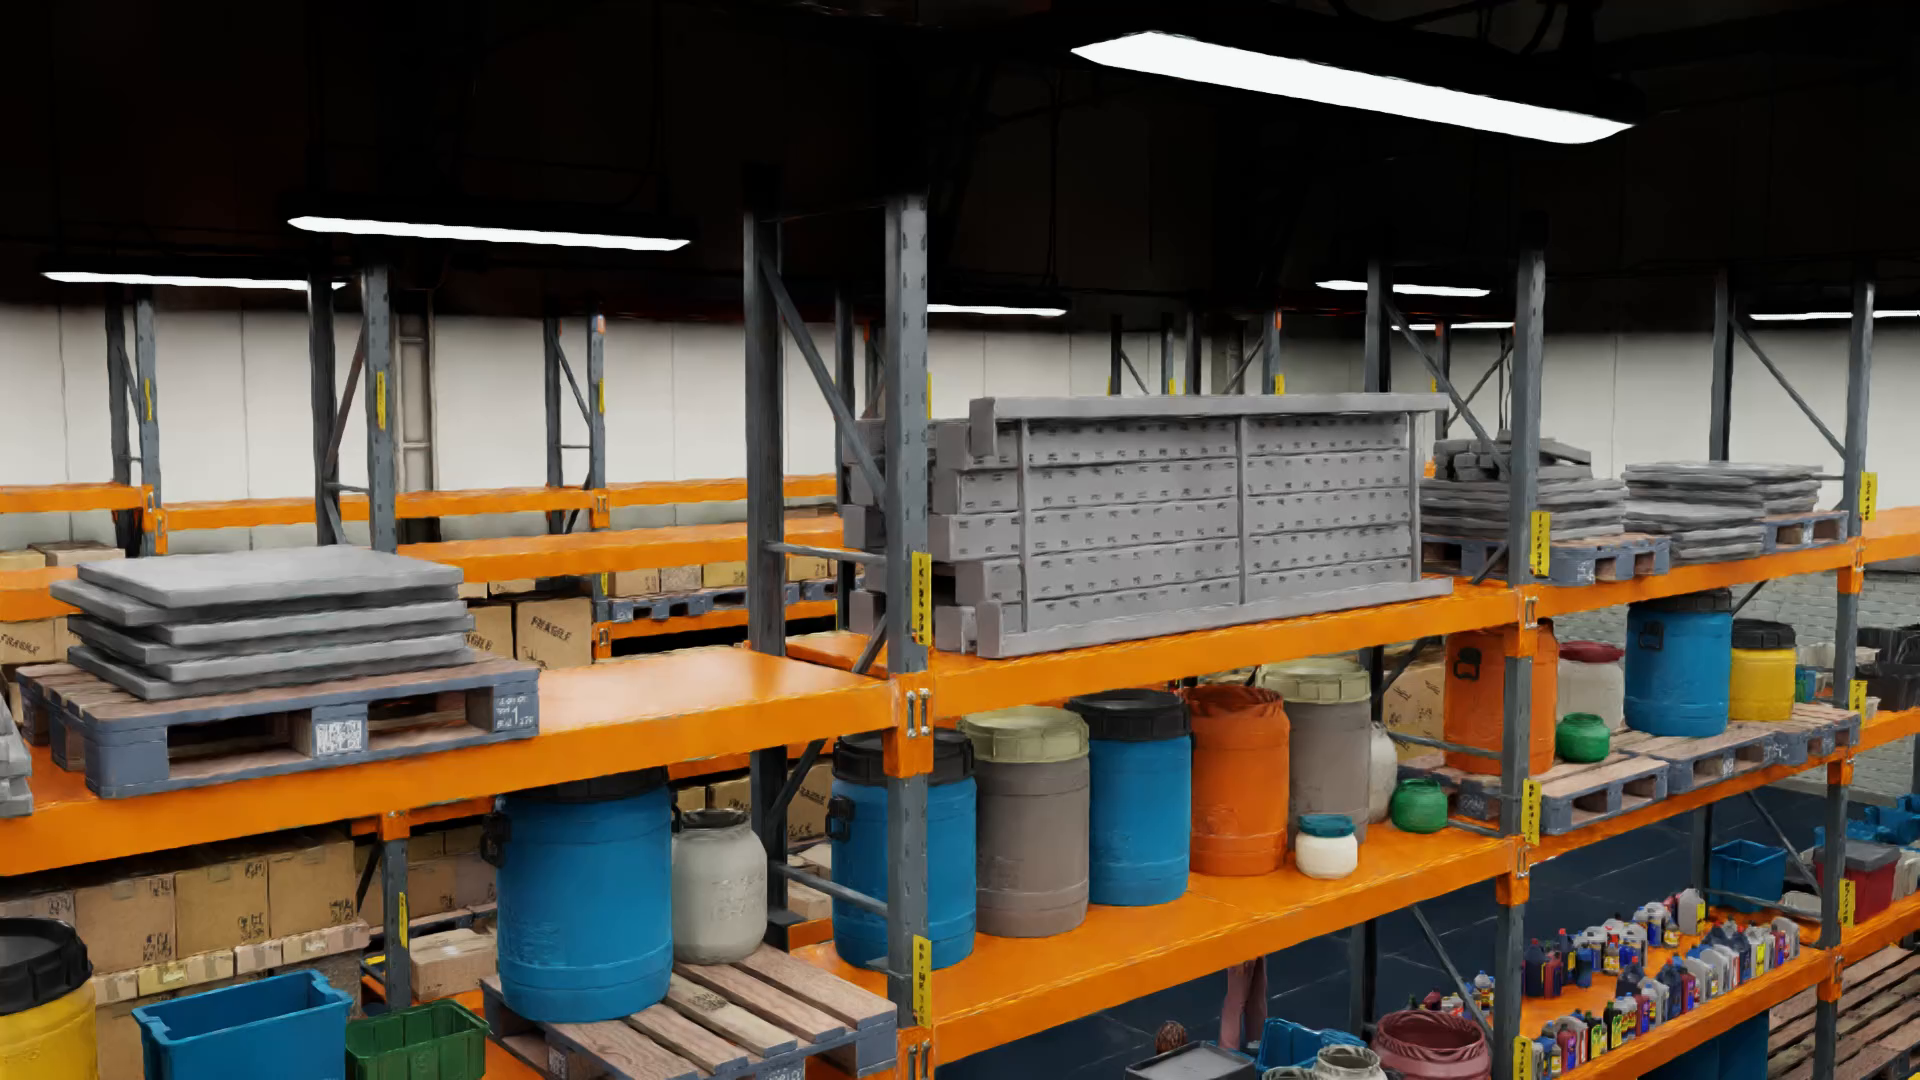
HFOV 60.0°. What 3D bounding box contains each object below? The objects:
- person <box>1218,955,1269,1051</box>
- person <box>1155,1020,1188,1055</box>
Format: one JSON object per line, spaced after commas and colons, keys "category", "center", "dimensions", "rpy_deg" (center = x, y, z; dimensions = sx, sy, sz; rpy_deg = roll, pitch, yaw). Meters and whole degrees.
{"category": "person", "center": [2.220, 3.105, 12.599], "dimensions": [0.457, 1.673, 0.532], "rpy_deg": [3, 6, 27]}
{"category": "person", "center": [1.212, 3.480, 9.296], "dimensions": [0.575, 1.566, 0.513], "rpy_deg": [4, 7, 34]}
